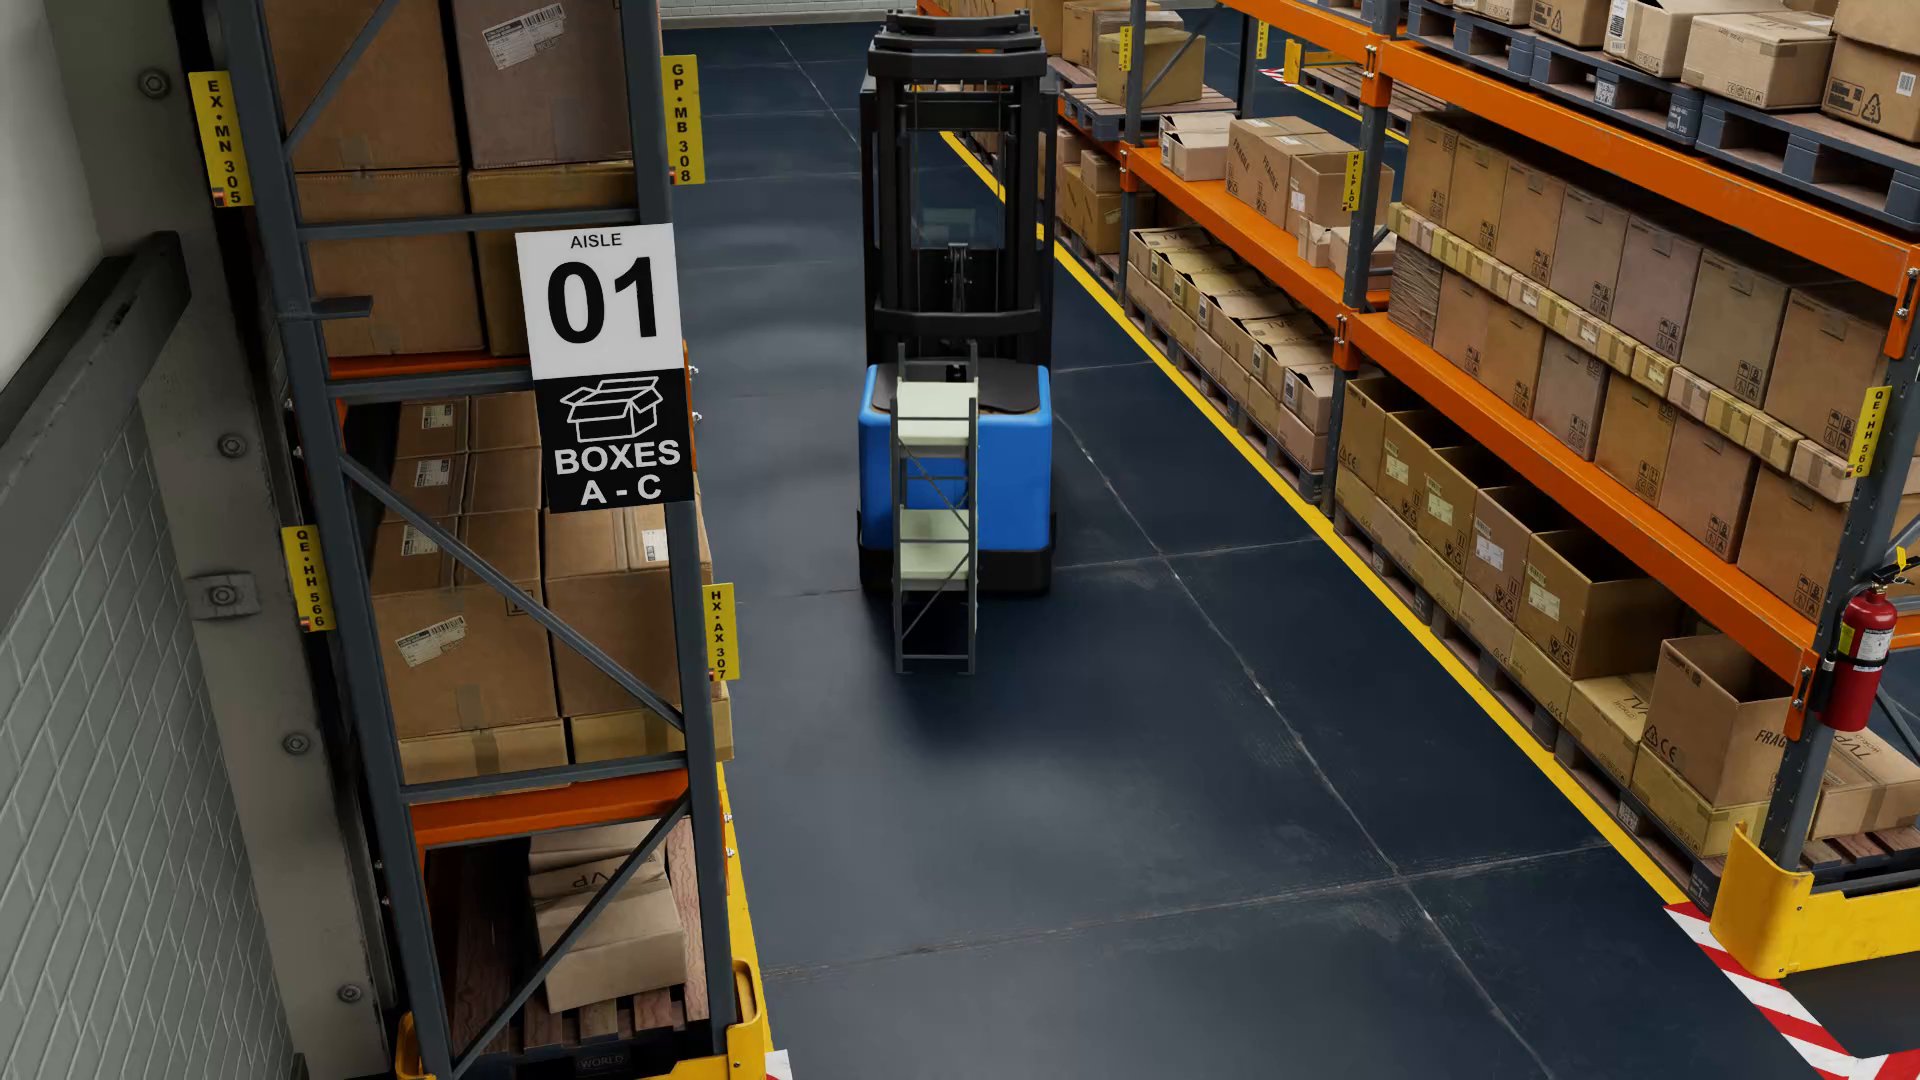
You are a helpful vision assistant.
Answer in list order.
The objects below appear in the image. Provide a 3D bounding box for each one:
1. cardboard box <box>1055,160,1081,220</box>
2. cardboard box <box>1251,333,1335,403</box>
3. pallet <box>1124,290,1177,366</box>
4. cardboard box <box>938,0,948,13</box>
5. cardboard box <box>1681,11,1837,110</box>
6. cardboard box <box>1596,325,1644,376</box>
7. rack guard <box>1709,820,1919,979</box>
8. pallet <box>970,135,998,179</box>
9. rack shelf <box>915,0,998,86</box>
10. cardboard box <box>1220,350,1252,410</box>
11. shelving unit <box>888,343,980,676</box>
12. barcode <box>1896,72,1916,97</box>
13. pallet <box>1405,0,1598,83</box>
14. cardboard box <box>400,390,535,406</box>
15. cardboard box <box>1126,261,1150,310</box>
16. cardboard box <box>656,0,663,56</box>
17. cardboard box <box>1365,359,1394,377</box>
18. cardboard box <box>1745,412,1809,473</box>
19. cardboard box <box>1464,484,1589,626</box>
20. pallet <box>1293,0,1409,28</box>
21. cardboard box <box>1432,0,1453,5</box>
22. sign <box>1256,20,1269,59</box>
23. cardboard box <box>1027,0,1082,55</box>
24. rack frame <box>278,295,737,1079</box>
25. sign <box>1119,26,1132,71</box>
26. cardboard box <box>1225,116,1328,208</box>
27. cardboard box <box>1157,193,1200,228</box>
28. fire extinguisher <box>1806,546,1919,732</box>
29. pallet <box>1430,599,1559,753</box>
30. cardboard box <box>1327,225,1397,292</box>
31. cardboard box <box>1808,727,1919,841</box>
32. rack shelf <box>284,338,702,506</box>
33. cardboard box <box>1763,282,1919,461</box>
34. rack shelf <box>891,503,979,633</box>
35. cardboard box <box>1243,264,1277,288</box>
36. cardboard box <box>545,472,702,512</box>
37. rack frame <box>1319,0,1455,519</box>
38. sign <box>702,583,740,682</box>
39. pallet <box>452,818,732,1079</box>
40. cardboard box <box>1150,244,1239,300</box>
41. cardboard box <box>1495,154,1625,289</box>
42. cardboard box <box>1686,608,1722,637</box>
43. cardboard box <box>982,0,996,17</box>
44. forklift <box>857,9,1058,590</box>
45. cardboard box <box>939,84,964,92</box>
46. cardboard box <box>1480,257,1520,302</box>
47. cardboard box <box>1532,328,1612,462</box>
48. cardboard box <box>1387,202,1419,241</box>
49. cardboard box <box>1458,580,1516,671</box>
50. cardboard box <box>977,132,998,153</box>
[{"bbox_3d":[1.103,-3.224,15.094,0.500,0.500,0.500,-7,28,-14],"label":"cardboard box"},{"bbox_3d":[2.191,-1.130,10.624,0.500,0.311,0.500,-5,27,-10],"label":"cardboard box"},{"bbox_3d":[1.931,-1.689,12.863,1.003,0.211,1.213,-6,27,-12],"label":"pallet"},{"bbox_3d":[0.055,-6.188,18.570,0.500,0.500,0.500,-6,27,-12],"label":"cardboard box"},{"bbox_3d":[3.070,-1.788,6.180,0.500,0.250,0.500,-6,27,-12],"label":"cardboard box"},{"bbox_3d":[3.021,-0.838,7.251,0.380,0.149,0.250,-5,27,-10],"label":"cardboard box"},{"bbox_3d":[3.592,1.339,6.543,1.175,0.500,0.348,-6,27,-12],"label":"rack guard"},{"bbox_3d":[0.728,-4.112,17.663,1.003,0.211,1.213,-6,27,-12],"label":"pallet"},{"bbox_3d":[0.431,-5.612,18.339,1.077,0.370,4.000,-6,27,-12],"label":"rack shelf"},{"bbox_3d":[2.081,-1.103,11.192,0.500,0.250,0.500,-5,27,-10],"label":"cardboard box"},{"bbox_3d":[-0.119,-0.156,8.395,0.431,1.500,0.755,0,27,1],"label":"shelving unit"},{"bbox_3d":[3.048,-1.469,5.359,0.001,0.075,0.075,-6,27,-12],"label":"barcode"},{"bbox_3d":[2.902,-2.471,8.087,1.003,0.211,1.213,-6,27,-12],"label":"pallet"},{"bbox_3d":[-1.890,-0.415,6.554,0.500,0.500,0.500,-6,27,-11],"label":"cardboard box"},{"bbox_3d":[1.615,-2.000,12.969,0.500,0.250,0.500,-6,27,-12],"label":"cardboard box"},{"bbox_3d":[-1.153,-1.541,4.902,0.500,0.500,0.500,-6,27,-12],"label":"cardboard box"},{"bbox_3d":[2.834,-0.961,10.287,0.500,0.311,0.500,-6,27,-11],"label":"cardboard box"},{"bbox_3d":[3.254,-0.385,6.353,0.380,0.149,0.250,-5,27,-10],"label":"cardboard box"},{"bbox_3d":[2.824,0.055,8.065,0.500,0.500,0.500,-6,27,-12],"label":"cardboard box"},{"bbox_3d":[2.473,-3.183,9.611,0.805,0.209,1.217,-7,28,-14],"label":"pallet"},{"bbox_3d":[2.541,-2.929,8.163,0.500,0.500,0.500,-4,27,-7],"label":"cardboard box"},{"bbox_3d":[2.323,-3.874,12.812,0.100,0.325,0.005,-6,27,-12],"label":"sign"},{"bbox_3d":[0.988,-4.762,15.278,0.700,0.500,0.500,-2,27,-3],"label":"cardboard box"},{"bbox_3d":[-1.239,0.717,5.000,1.000,3.000,0.127,-6,27,-12],"label":"rack frame"},{"bbox_3d":[1.257,-3.722,12.598,0.100,0.325,0.005,-6,27,-12],"label":"sign"},{"bbox_3d":[2.177,-2.609,11.480,0.500,0.500,0.500,-7,28,-14],"label":"cardboard box"},{"bbox_3d":[1.959,-2.609,13.876,0.500,0.500,0.500,-5,27,-9],"label":"cardboard box"},{"bbox_3d":[3.160,0.346,5.821,0.296,0.674,0.183,-6,27,-12],"label":"fire extinguisher"},{"bbox_3d":[3.102,0.591,8.344,1.003,0.211,1.213,-6,27,-12],"label":"pallet"},{"bbox_3d":[2.531,-1.688,9.932,0.500,0.250,0.500,-4,27,-8],"label":"cardboard box"},{"bbox_3d":[3.682,0.994,7.036,0.500,0.250,0.500,-6,27,-12],"label":"cardboard box"},{"bbox_3d":[-1.690,-1.179,6.226,1.077,0.370,4.000,-6,27,-12],"label":"rack shelf"},{"bbox_3d":[3.482,-0.641,6.140,0.700,0.500,0.500,-6,27,-11],"label":"cardboard box"},{"bbox_3d":[-0.119,0.135,8.542,0.431,0.370,0.720,0,27,1],"label":"rack shelf"},{"bbox_3d":[2.376,-1.856,12.060,0.500,0.311,0.500,-6,27,-12],"label":"cardboard box"},{"bbox_3d":[-1.156,-0.018,5.768,0.500,0.500,0.500,-6,27,-11],"label":"cardboard box"},{"bbox_3d":[2.685,-1.544,9.479,1.000,3.000,0.127,-6,27,-12],"label":"rack frame"},{"bbox_3d":[-0.710,0.275,4.915,0.100,0.325,0.005,-6,27,-12],"label":"sign"},{"bbox_3d":[-1.405,1.568,6.408,1.003,0.211,1.213,-6,27,-12],"label":"pallet"},{"bbox_3d":[1.742,-2.020,12.387,0.500,0.311,0.500,-7,28,-13],"label":"cardboard box"},{"bbox_3d":[3.018,-1.532,7.905,0.700,0.500,0.500,-6,27,-12],"label":"cardboard box"},{"bbox_3d":[3.568,0.440,7.302,0.500,0.500,0.500,-6,27,-12],"label":"cardboard box"},{"bbox_3d":[0.519,-5.294,16.798,0.500,0.500,0.500,-6,27,-11],"label":"cardboard box"},{"bbox_3d":[-0.001,-1.656,9.778,1.130,2.935,3.031,0,27,1],"label":"forklift"},{"bbox_3d":[0.052,-5.074,19.037,0.500,0.250,0.500,-6,27,-12],"label":"cardboard box"},{"bbox_3d":[2.788,-1.292,8.150,0.380,0.149,0.250,-7,28,-13],"label":"cardboard box"},{"bbox_3d":[3.142,-0.718,7.732,0.700,0.500,0.500,-5,27,-10],"label":"cardboard box"},{"bbox_3d":[2.557,-1.740,9.038,0.380,0.149,0.250,-6,27,-12],"label":"cardboard box"},{"bbox_3d":[2.828,0.390,8.234,0.500,0.250,0.500,-6,27,-12],"label":"cardboard box"},{"bbox_3d":[0.477,-4.357,17.340,0.500,0.500,0.500,-6,27,-12],"label":"cardboard box"}]
